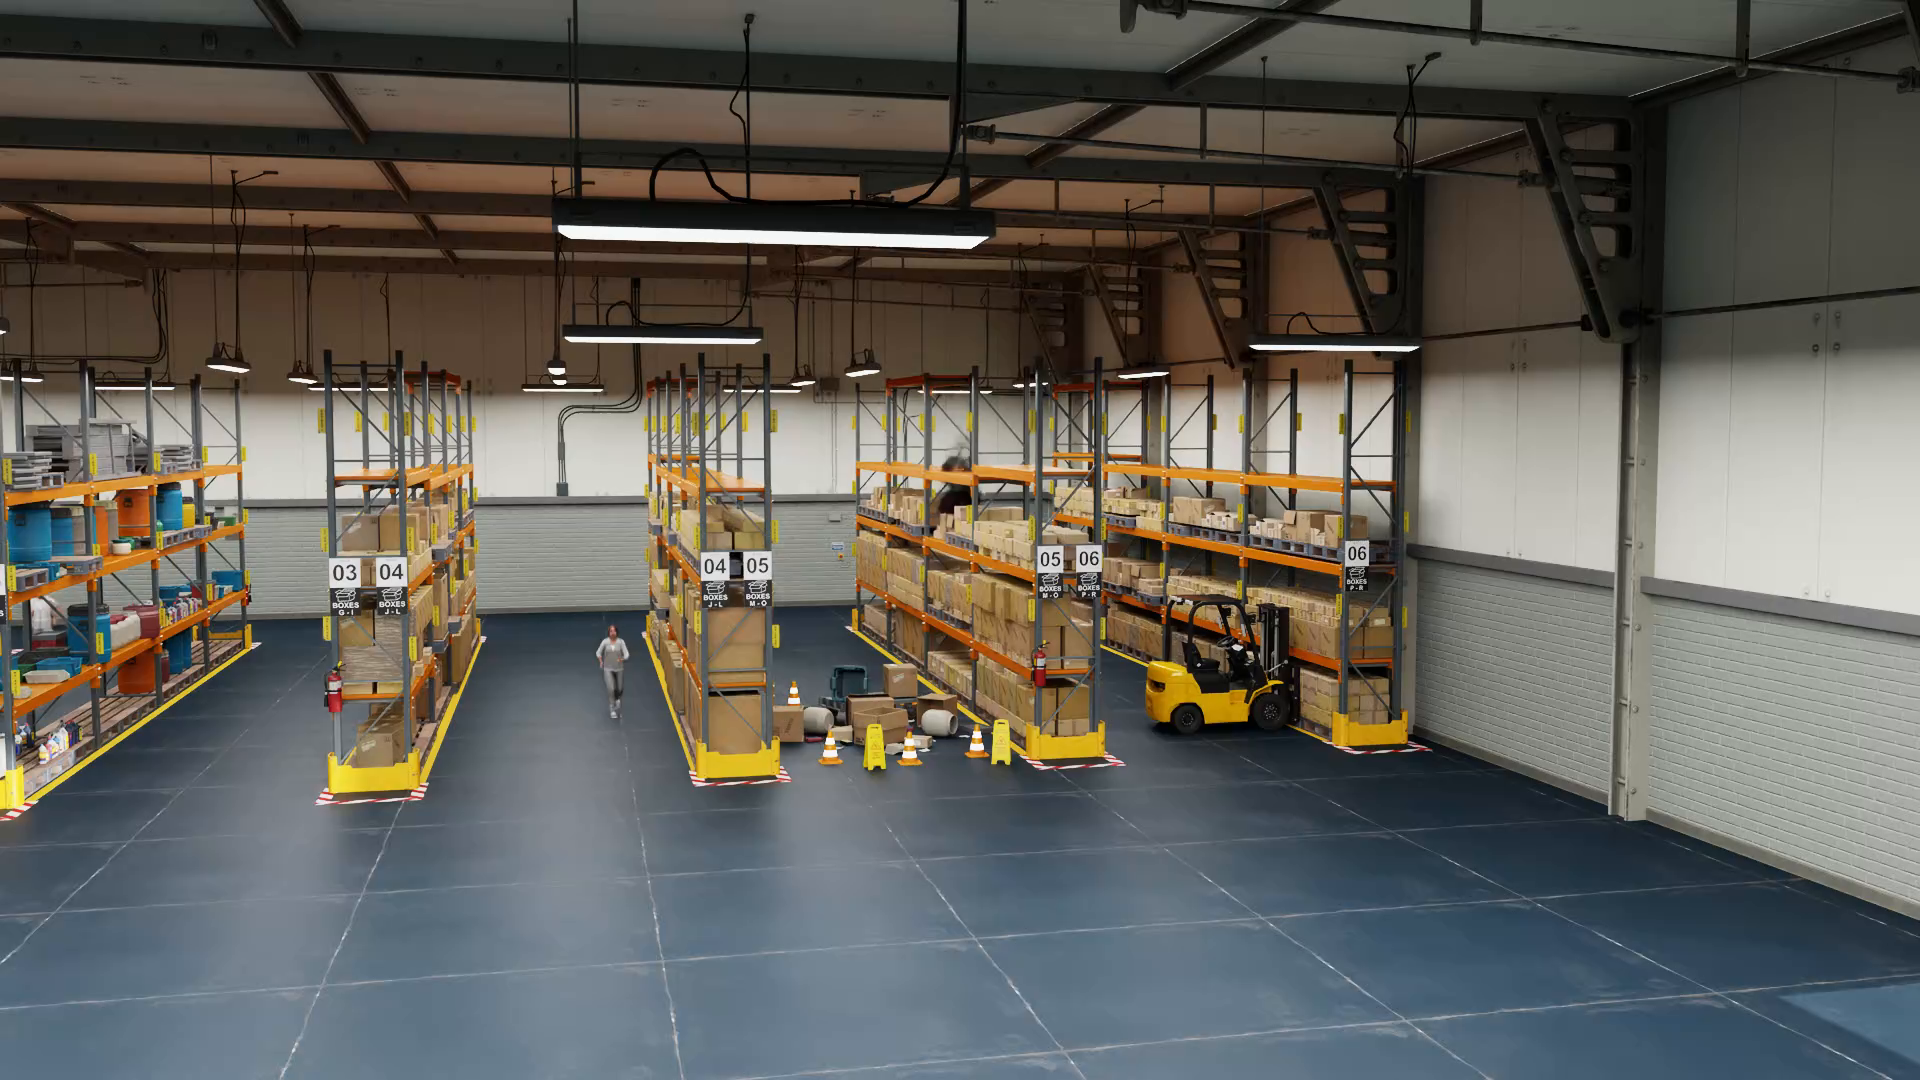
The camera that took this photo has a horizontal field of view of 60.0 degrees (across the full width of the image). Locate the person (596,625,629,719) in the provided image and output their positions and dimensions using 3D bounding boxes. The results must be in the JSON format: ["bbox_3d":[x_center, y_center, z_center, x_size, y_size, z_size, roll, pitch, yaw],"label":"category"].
[{"bbox_3d":[-5.946,2.236,28.487,0.547,1.564,0.767,-1,4,-15],"label":"person"}]

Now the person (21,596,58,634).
[{"bbox_3d":[-18.541,1.705,33.506,0.648,1.674,0.816,-2,5,-28],"label":"person"}]
